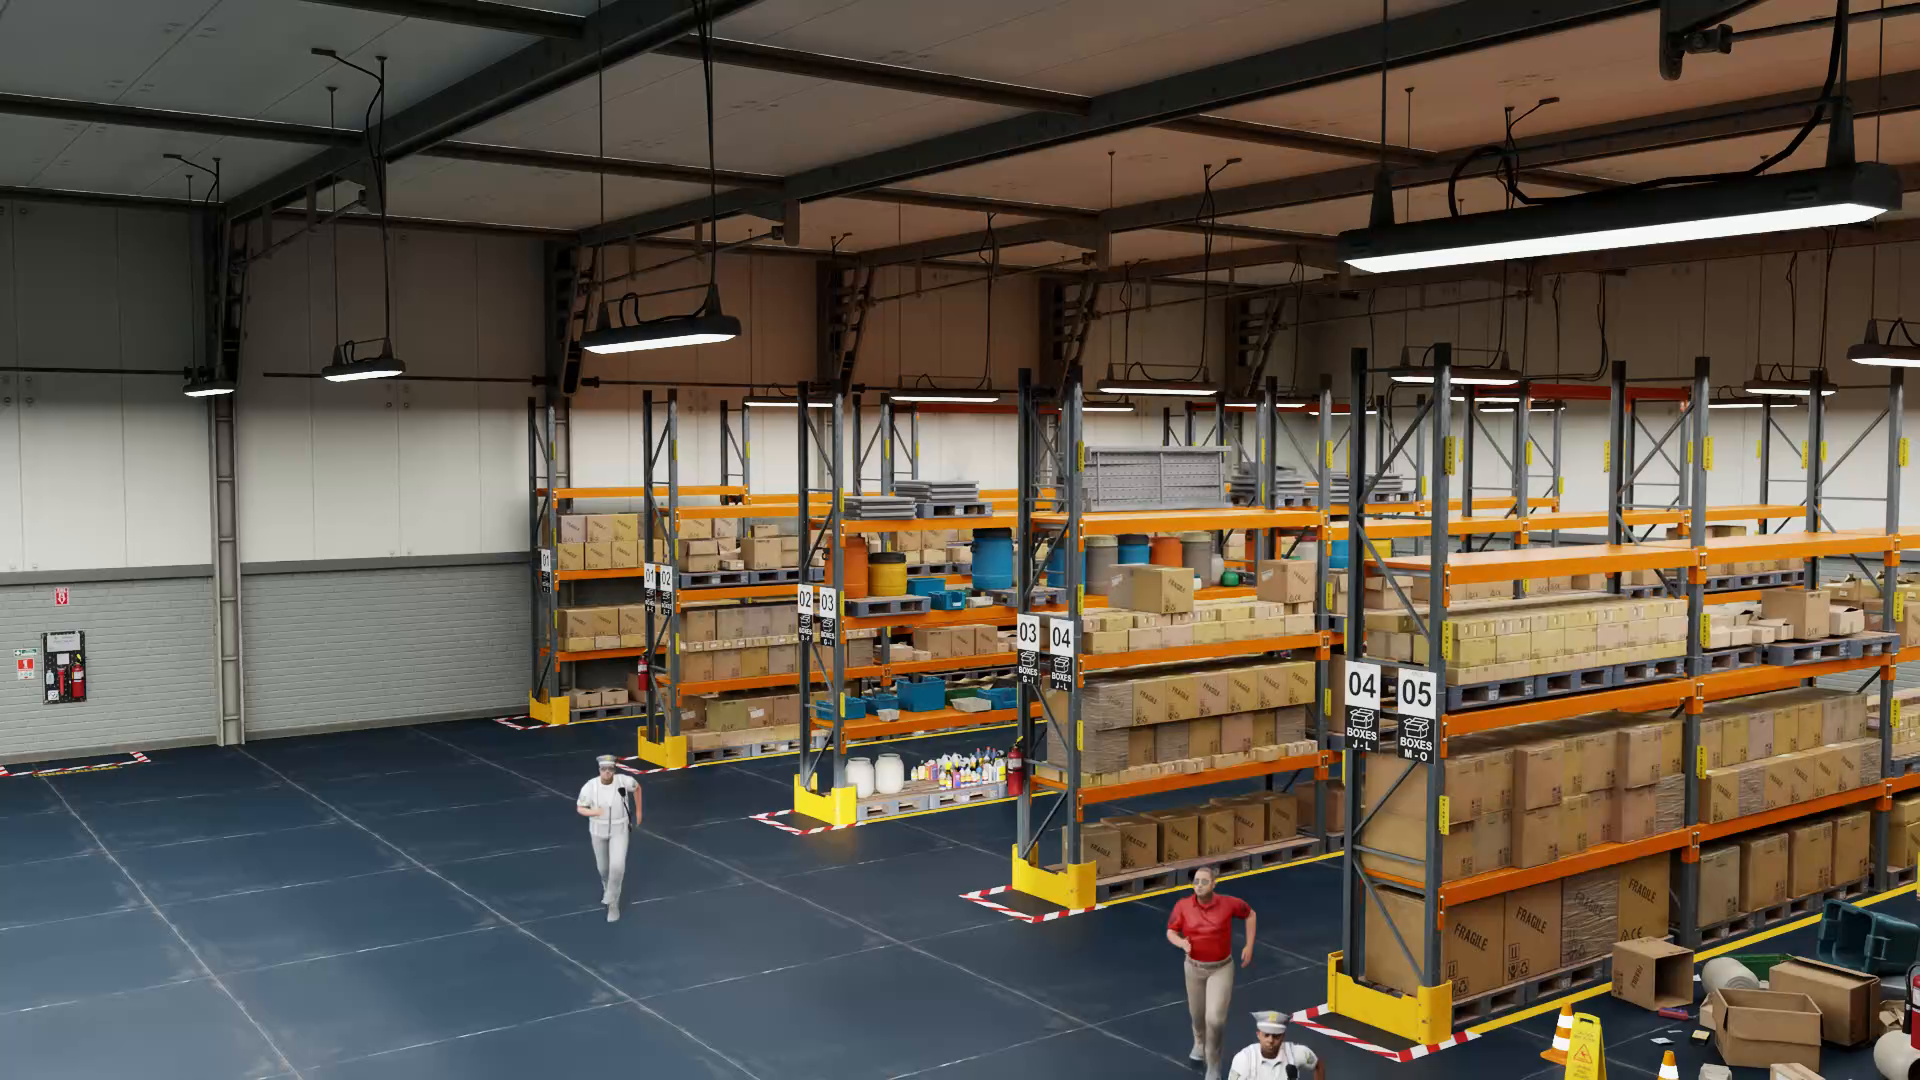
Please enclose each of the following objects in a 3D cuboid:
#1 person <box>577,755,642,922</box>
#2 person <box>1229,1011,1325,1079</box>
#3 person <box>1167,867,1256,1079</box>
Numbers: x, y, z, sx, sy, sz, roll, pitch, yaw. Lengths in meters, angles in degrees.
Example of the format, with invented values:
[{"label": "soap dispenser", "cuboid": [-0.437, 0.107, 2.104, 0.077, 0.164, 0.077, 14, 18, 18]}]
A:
[{"label": "person", "cuboid": [-3.829, 3.220, 18.194, 0.687, 1.830, 0.876, -1, 3, -11]}, {"label": "person", "cuboid": [1.960, 3.716, 10.358, 0.599, 1.719, 0.829, 1, 3, 13]}, {"label": "person", "cuboid": [2.023, 3.517, 13.469, 0.675, 1.775, 0.910, 1, 4, 22]}]
